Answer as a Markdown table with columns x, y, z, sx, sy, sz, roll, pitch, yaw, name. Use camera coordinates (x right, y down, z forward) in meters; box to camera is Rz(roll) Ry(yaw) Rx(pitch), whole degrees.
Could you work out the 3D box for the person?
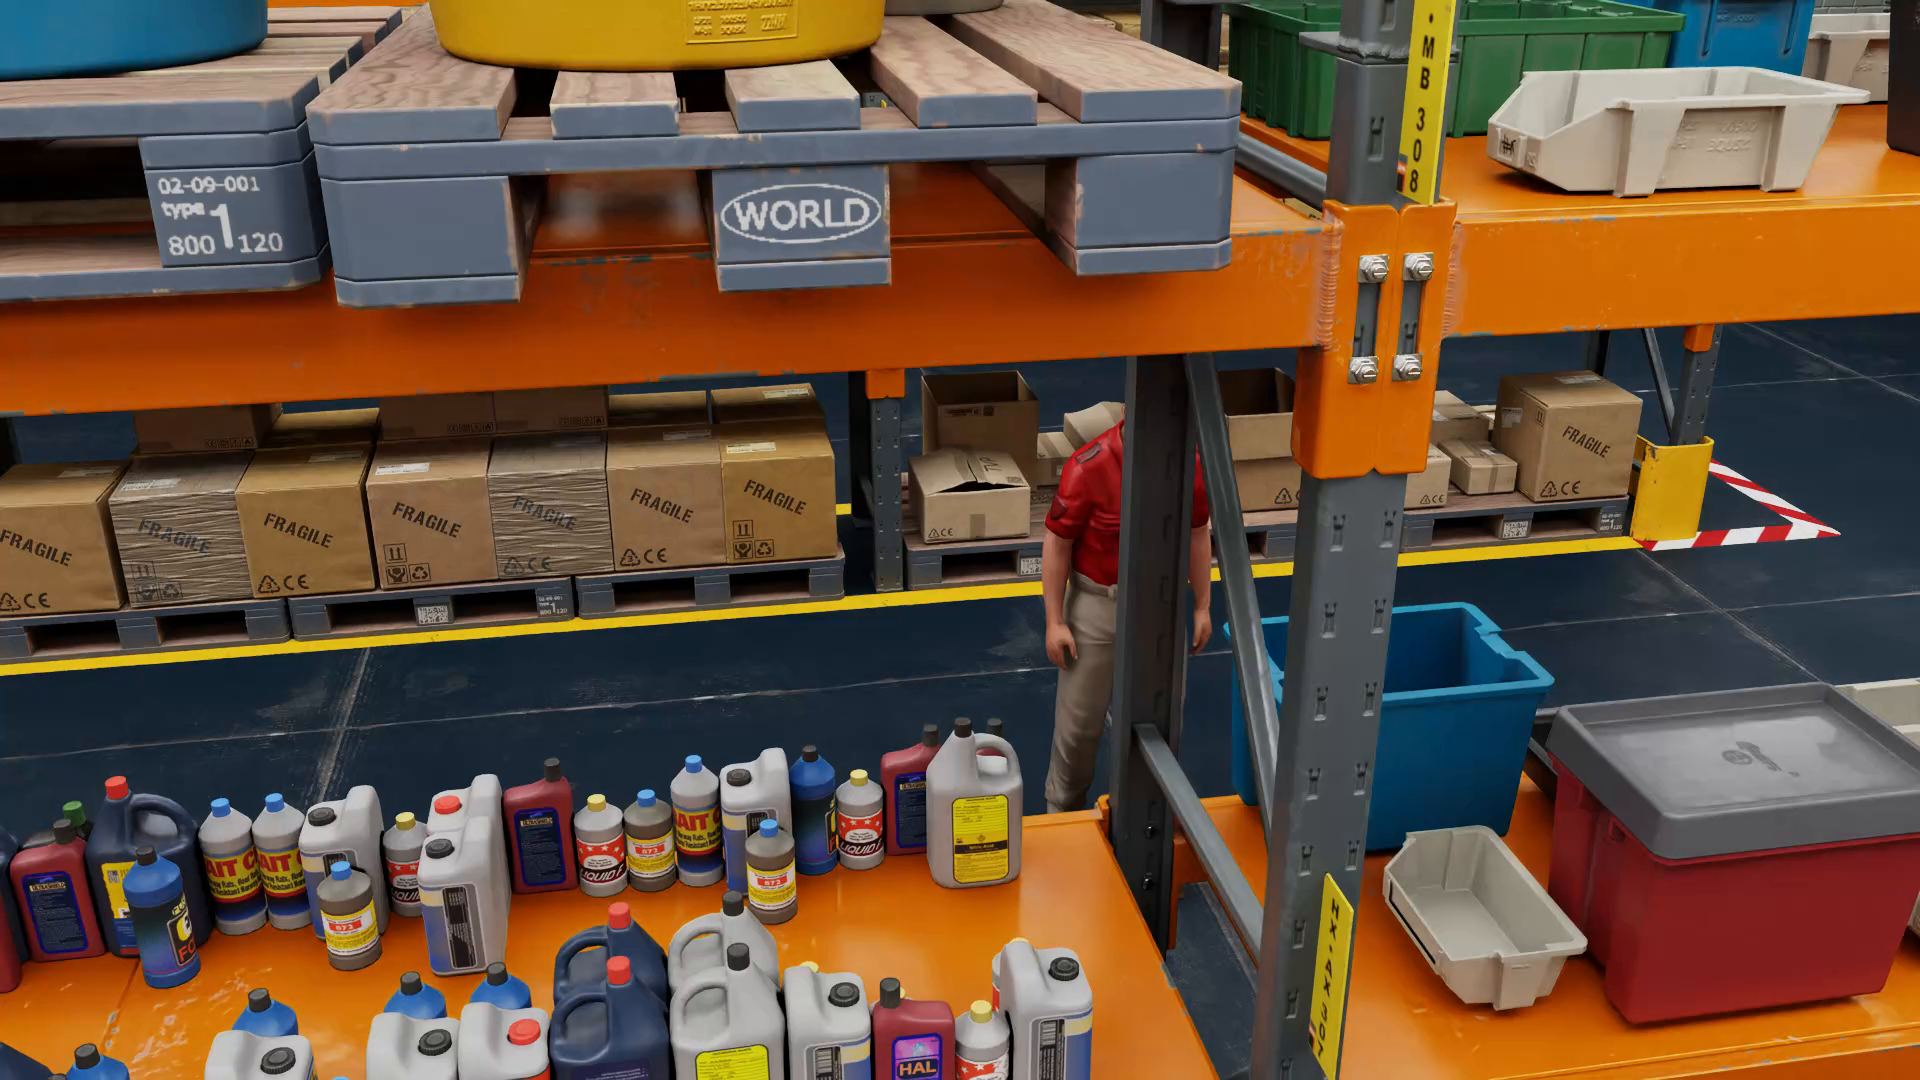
| x | y | z | sx | sy | sz | roll | pitch | yaw | name |
| --- | --- | --- | --- | --- | --- | --- | --- | --- | --- |
| 0.552 | 0.261 | 5.504 | 0.606 | 1.727 | 0.399 | -6 | 24 | -13 | person |
